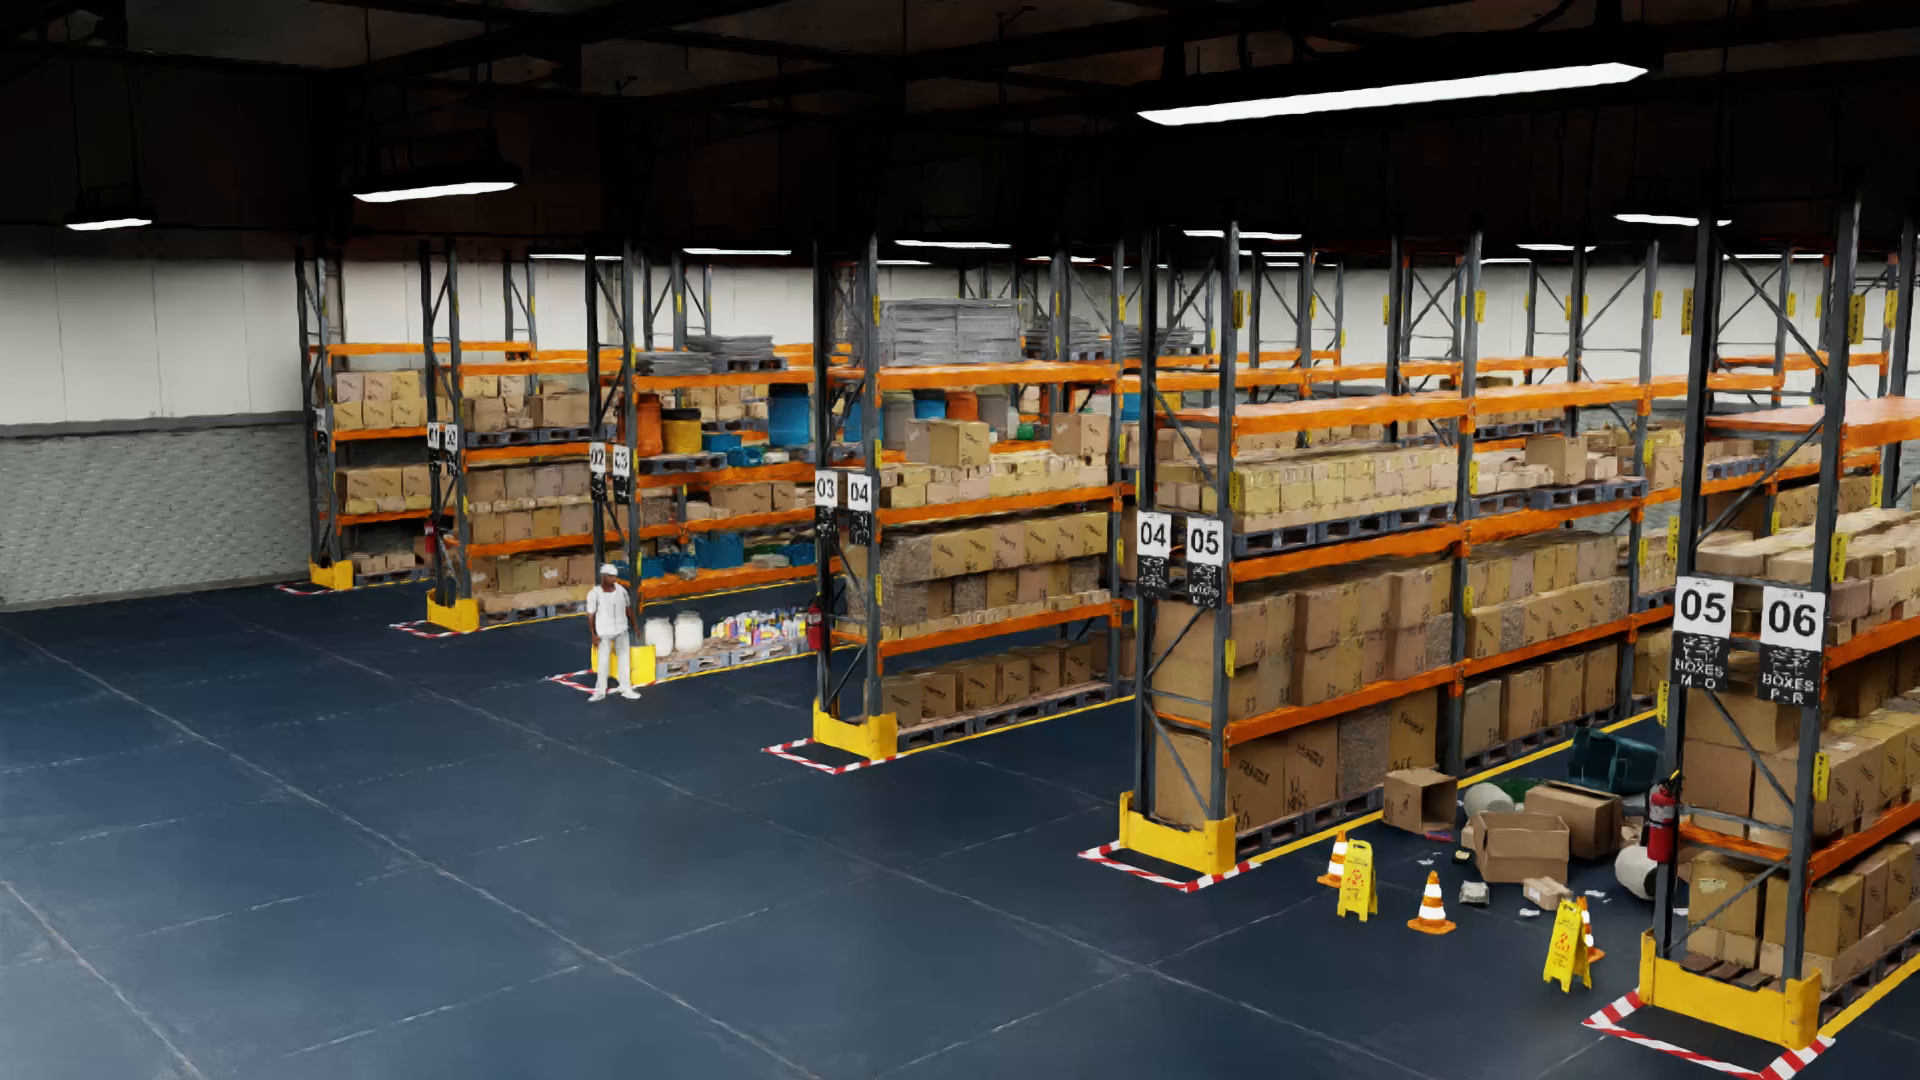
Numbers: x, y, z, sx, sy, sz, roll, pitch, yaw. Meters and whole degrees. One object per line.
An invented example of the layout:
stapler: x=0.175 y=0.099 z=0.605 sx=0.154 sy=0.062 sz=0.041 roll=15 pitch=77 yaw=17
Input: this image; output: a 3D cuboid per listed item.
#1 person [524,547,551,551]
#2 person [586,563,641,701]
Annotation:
person: x=-7.463 y=0.089 z=29.111 sx=0.597 sy=1.626 sz=0.554 roll=-2 pitch=9 yaw=-14
person: x=-4.425 y=1.169 z=21.240 sx=0.721 sy=1.764 sz=0.390 roll=-5 pitch=10 yaw=-32
